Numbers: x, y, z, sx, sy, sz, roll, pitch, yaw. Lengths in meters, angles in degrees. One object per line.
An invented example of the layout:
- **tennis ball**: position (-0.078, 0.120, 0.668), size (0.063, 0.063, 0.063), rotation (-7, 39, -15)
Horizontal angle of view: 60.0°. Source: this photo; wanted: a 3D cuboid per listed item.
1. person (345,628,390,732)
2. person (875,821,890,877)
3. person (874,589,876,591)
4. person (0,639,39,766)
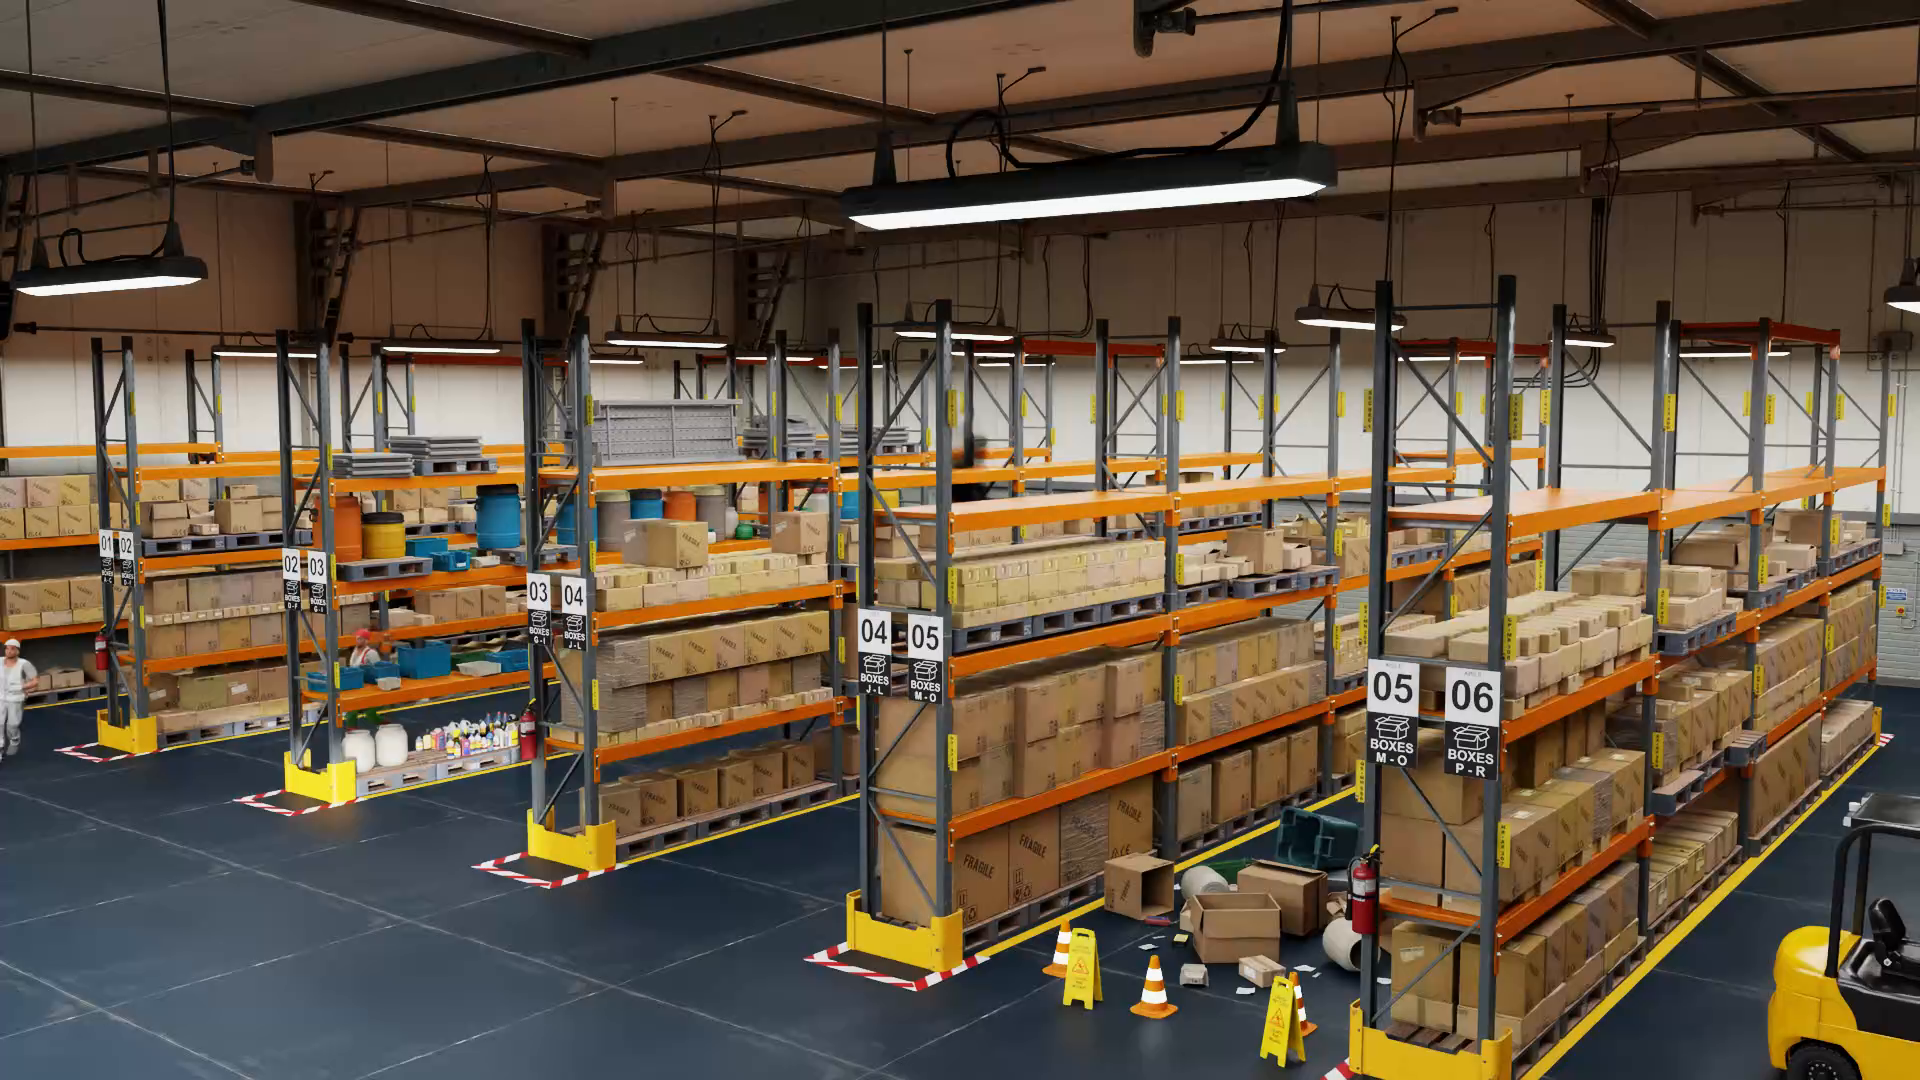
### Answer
- **person**: position (-8.582, 2.171, 23.962), size (0.651, 1.807, 0.979), rotation (2, 6, 26)
- **person**: position (-0.671, 2.742, 18.004), size (0.580, 1.694, 0.880), rotation (4, 6, 36)
- **person**: position (-1.952, 1.282, 34.636), size (0.724, 1.766, 0.807), rotation (3, 6, 29)
- **person**: position (-13.312, 2.269, 23.375), size (0.700, 1.778, 0.900), rotation (-1, 5, -10)
